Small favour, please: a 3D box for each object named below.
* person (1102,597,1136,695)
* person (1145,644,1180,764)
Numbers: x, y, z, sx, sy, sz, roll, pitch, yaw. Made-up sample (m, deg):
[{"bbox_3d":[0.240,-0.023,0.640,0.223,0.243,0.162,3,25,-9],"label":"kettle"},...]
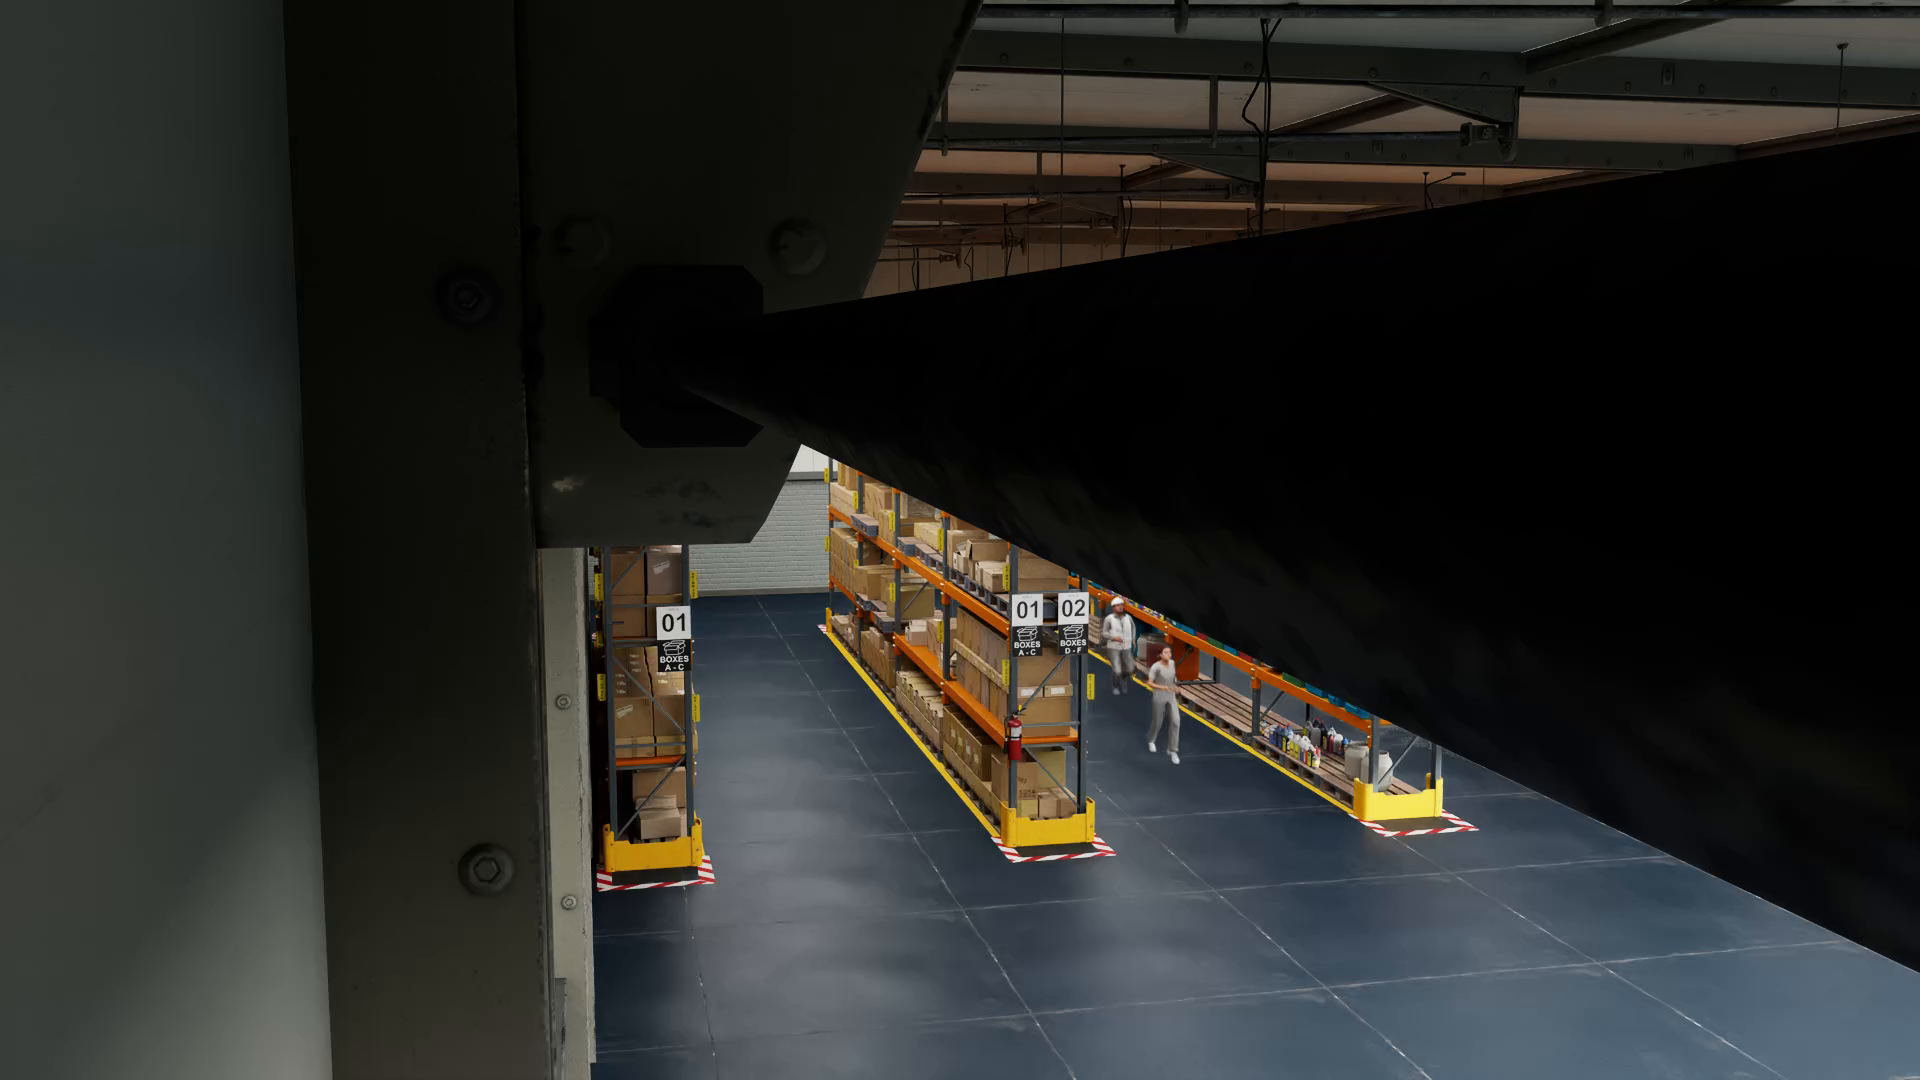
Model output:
[{"bbox_3d":[2.775,1.845,28.504,0.669,1.715,0.559,-2,7,-15],"label":"person"},{"bbox_3d":[2.993,2.370,24.493,0.597,1.707,0.882,-3,8,-27],"label":"person"}]
